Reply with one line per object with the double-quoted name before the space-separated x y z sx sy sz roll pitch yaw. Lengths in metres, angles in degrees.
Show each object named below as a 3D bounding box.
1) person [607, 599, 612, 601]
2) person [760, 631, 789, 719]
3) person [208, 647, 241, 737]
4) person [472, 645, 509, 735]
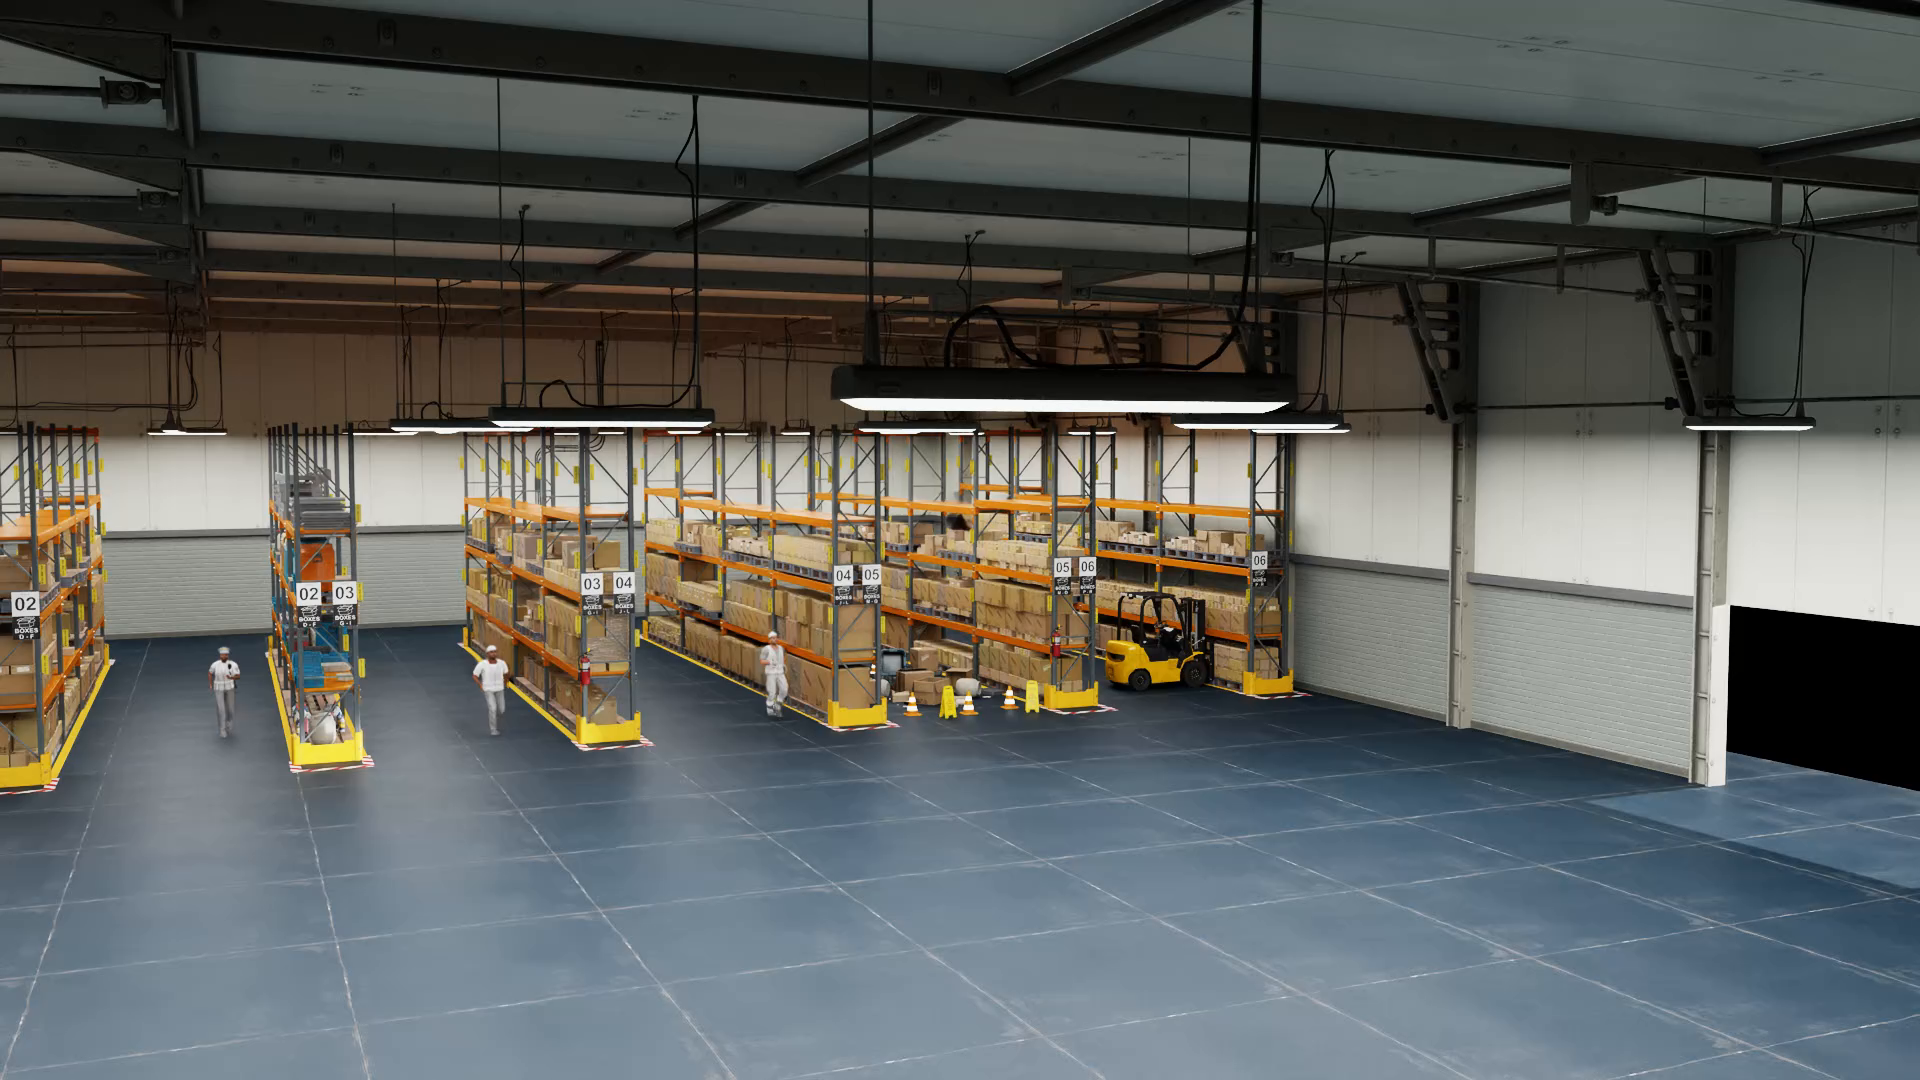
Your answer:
"person" -10.229 2.051 47.174 0.728 1.574 0.606 1 4 10
"person" -3.750 2.762 33.926 0.634 1.786 0.645 -2 4 -30
"person" -14.179 2.895 32.066 0.576 1.686 0.919 -2 4 -25
"person" -9.059 2.895 32.191 0.705 1.723 0.703 -2 4 -33
